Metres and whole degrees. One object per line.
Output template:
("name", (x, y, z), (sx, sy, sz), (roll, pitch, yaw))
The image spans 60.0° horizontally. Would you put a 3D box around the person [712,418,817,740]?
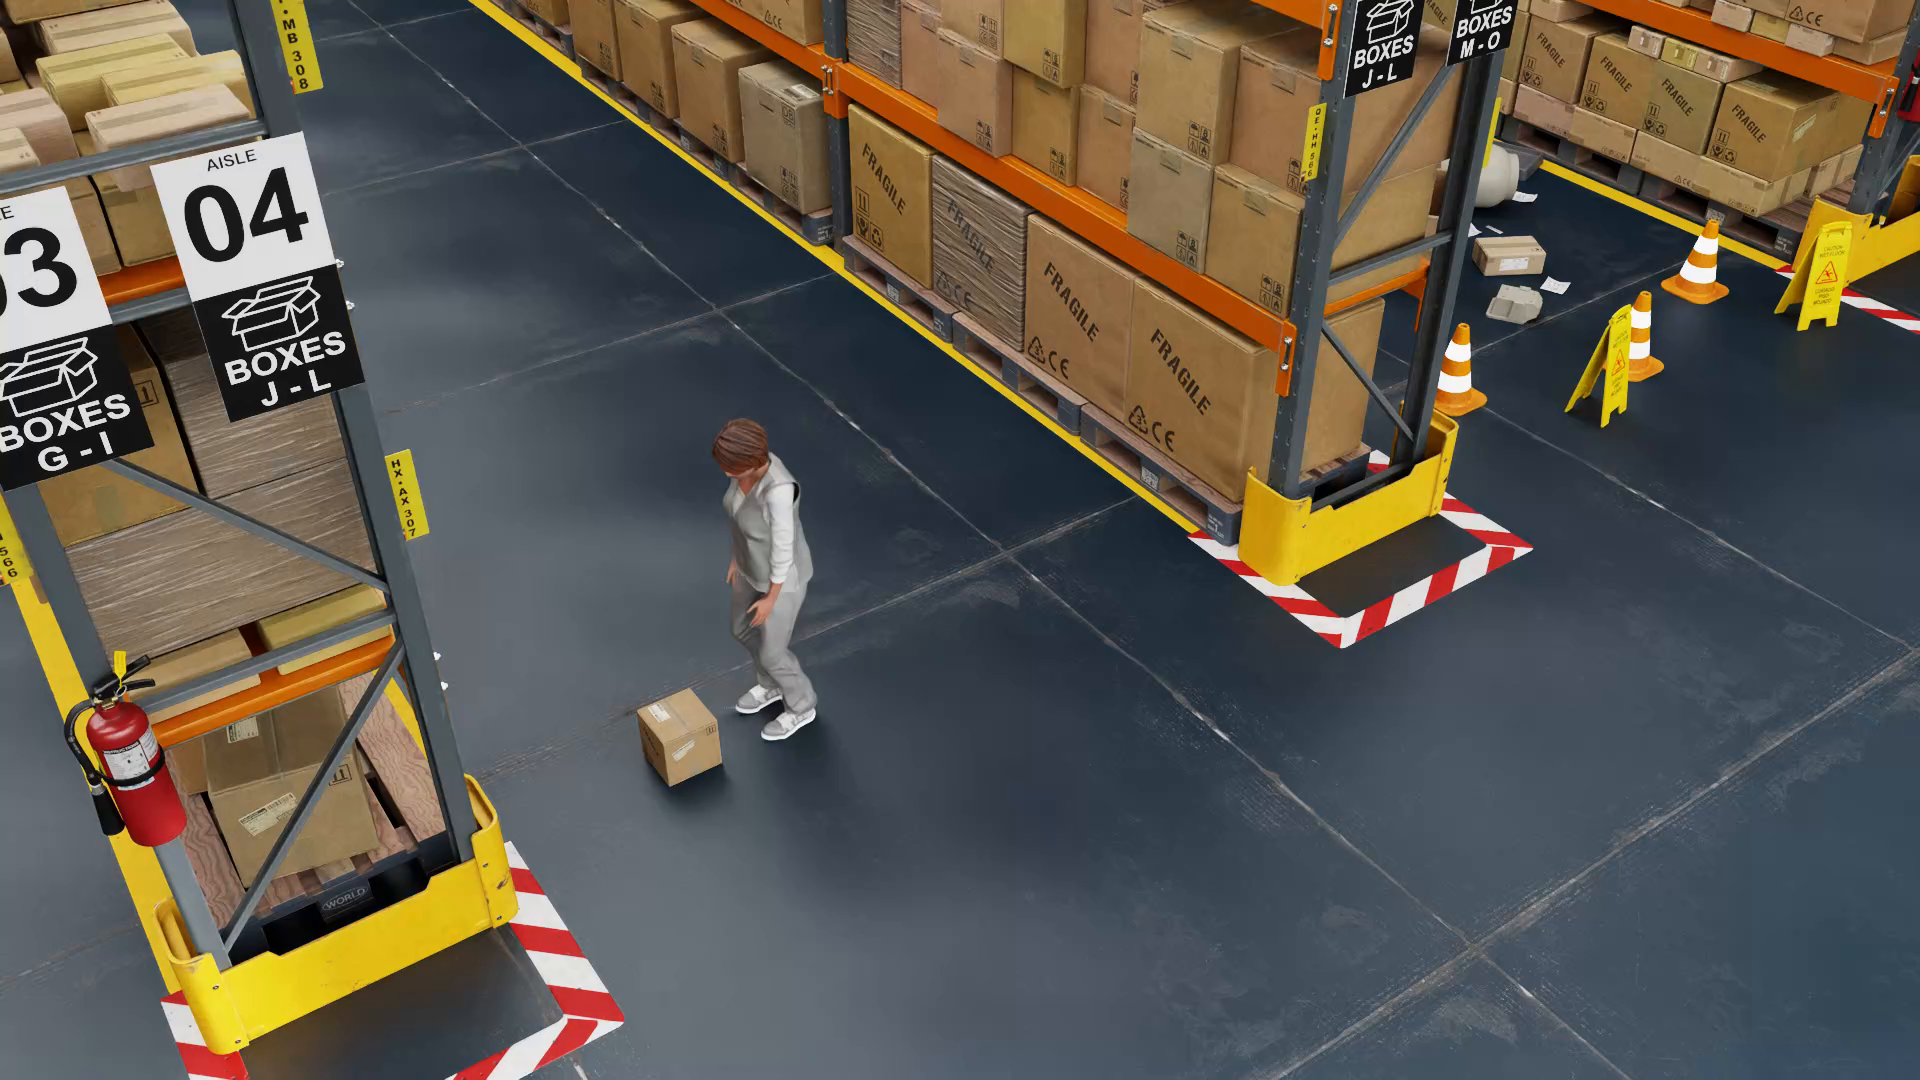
("person", (-0.787, 0.159, 6.829), (0.368, 1.566, 0.423), (-22, 42, -26))
